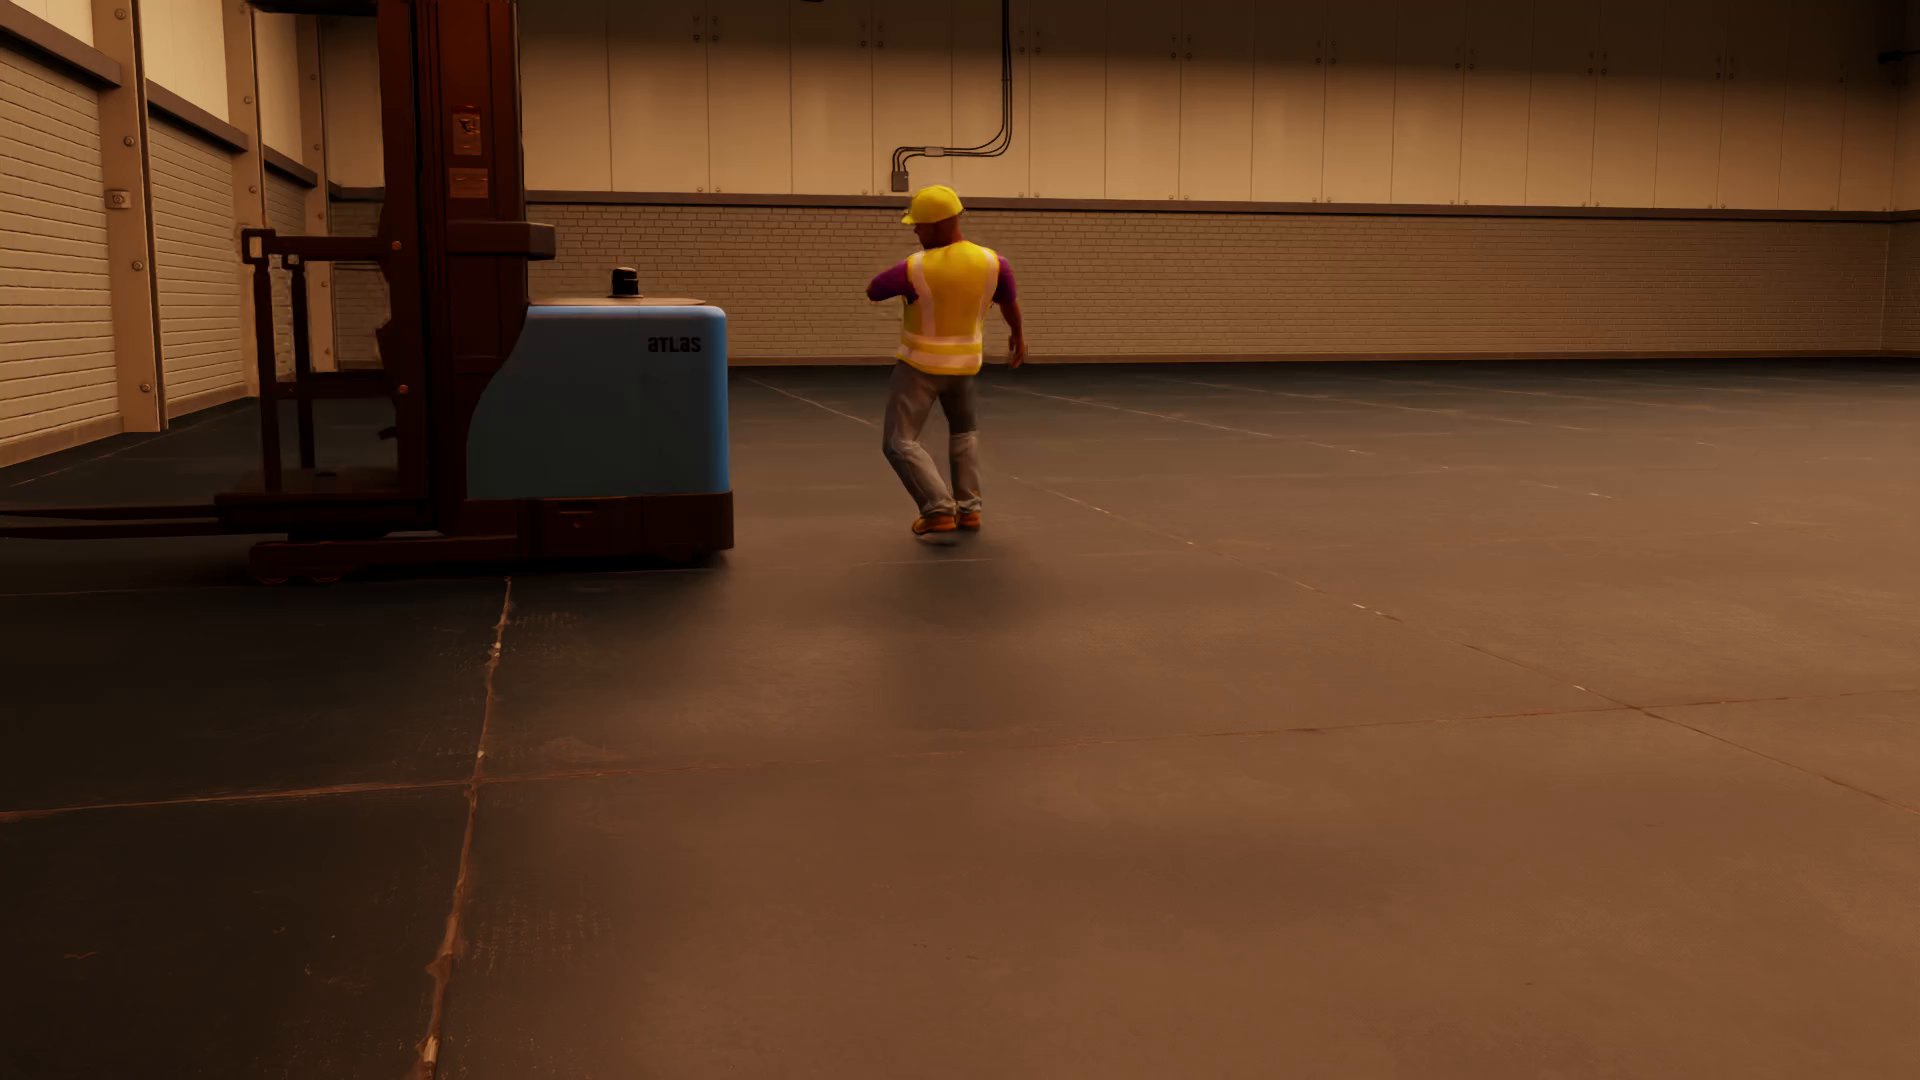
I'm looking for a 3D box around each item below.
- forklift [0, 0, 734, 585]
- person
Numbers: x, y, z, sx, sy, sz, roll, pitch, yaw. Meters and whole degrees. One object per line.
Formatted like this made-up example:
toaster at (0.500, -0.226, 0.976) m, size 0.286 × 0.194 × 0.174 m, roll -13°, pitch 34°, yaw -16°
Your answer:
forklift at (-2.522, -1.358, 6.834) m, size 3.031 × 2.935 × 1.130 m, roll -2°, pitch 8°, yaw -14°
person at (-0.045, -0.891, 7.975) m, size 0.863 × 1.544 × 0.871 m, roll -7°, pitch 10°, yaw -39°
